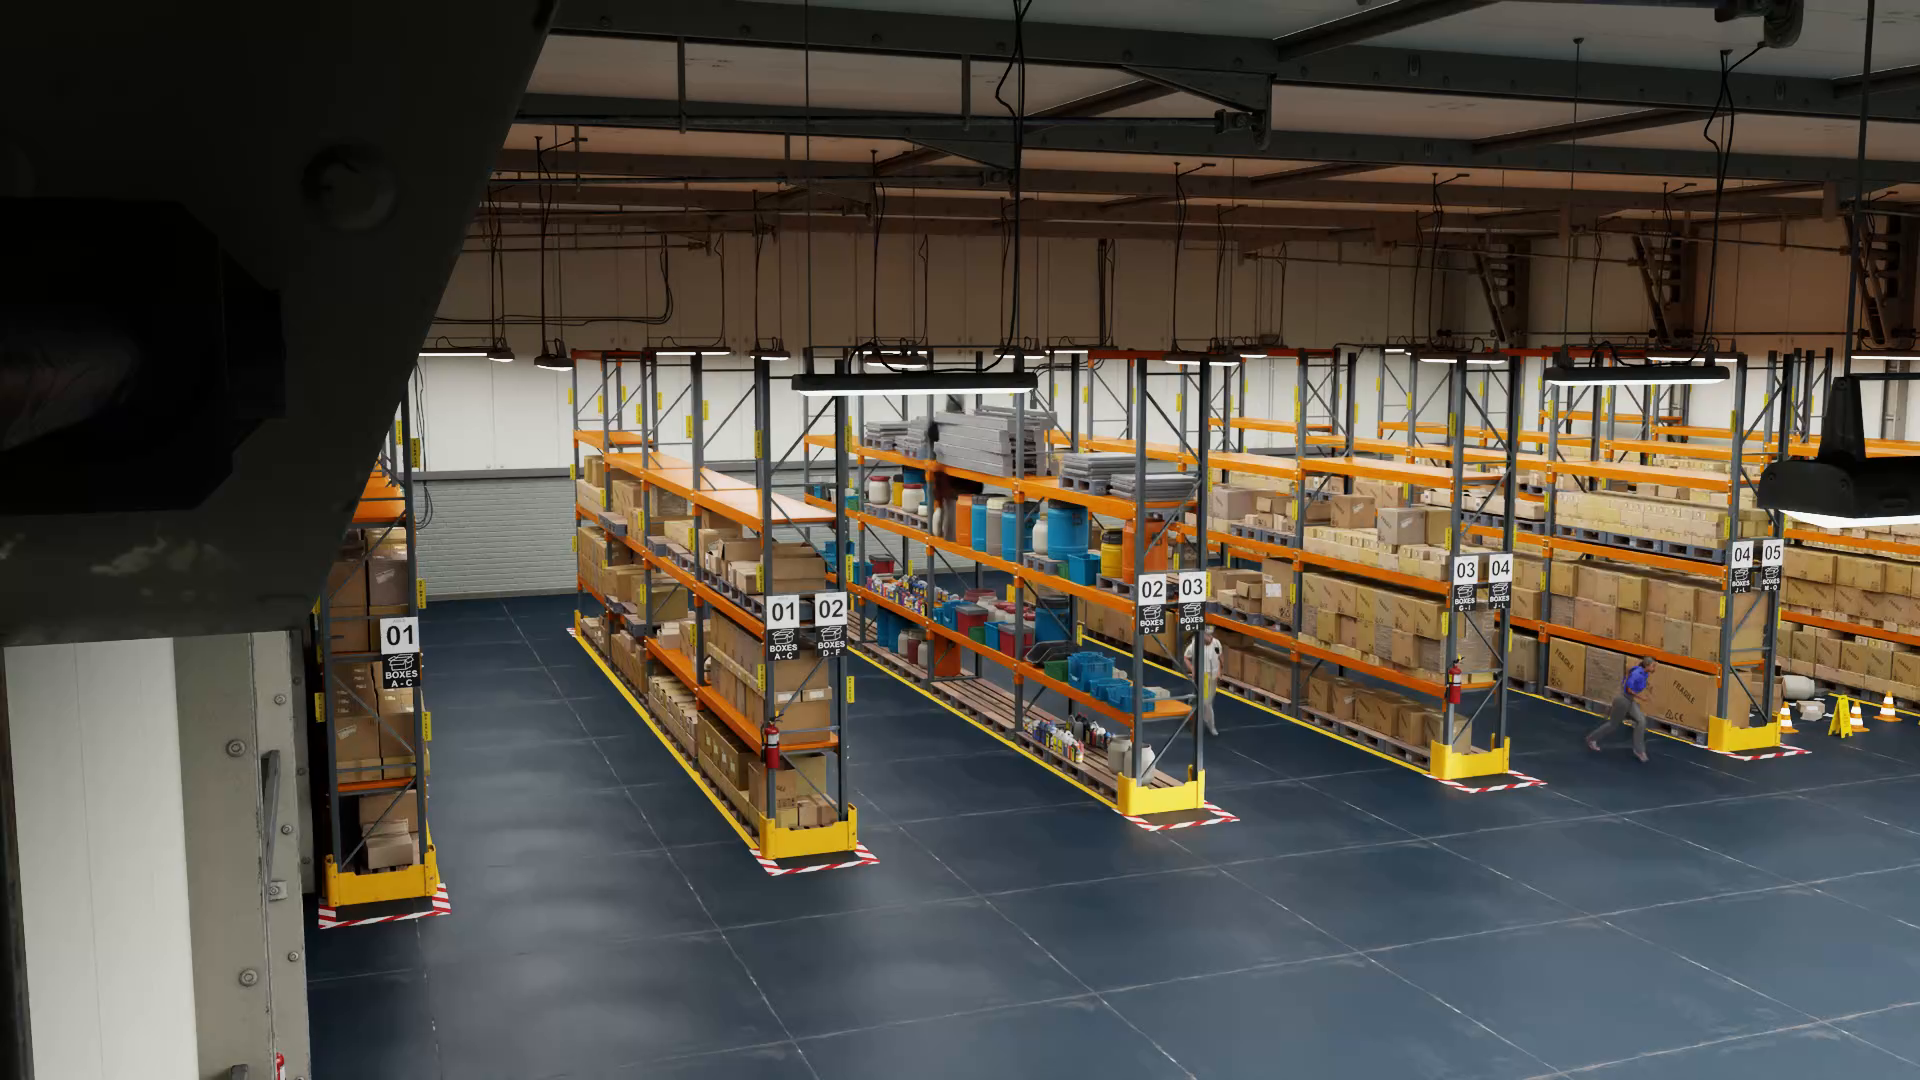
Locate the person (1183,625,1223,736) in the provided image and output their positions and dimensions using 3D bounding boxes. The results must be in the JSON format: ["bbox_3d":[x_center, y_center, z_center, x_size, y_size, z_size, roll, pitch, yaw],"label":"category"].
[{"bbox_3d":[3.886,2.200,26.590,0.665,1.774,0.911,-3,8,-23],"label":"person"}]

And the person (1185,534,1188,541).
[{"bbox_3d":[5.133,0.680,38.541,0.682,1.779,0.678,-2,7,-14],"label":"person"}]

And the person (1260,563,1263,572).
[{"bbox_3d":[7.665,0.461,40.896,0.619,1.641,0.539,-5,9,-34],"label":"person"}]

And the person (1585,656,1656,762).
[{"bbox_3d":[9.884,2.492,24.891,0.967,1.615,0.617,5,8,33],"label":"person"}]
